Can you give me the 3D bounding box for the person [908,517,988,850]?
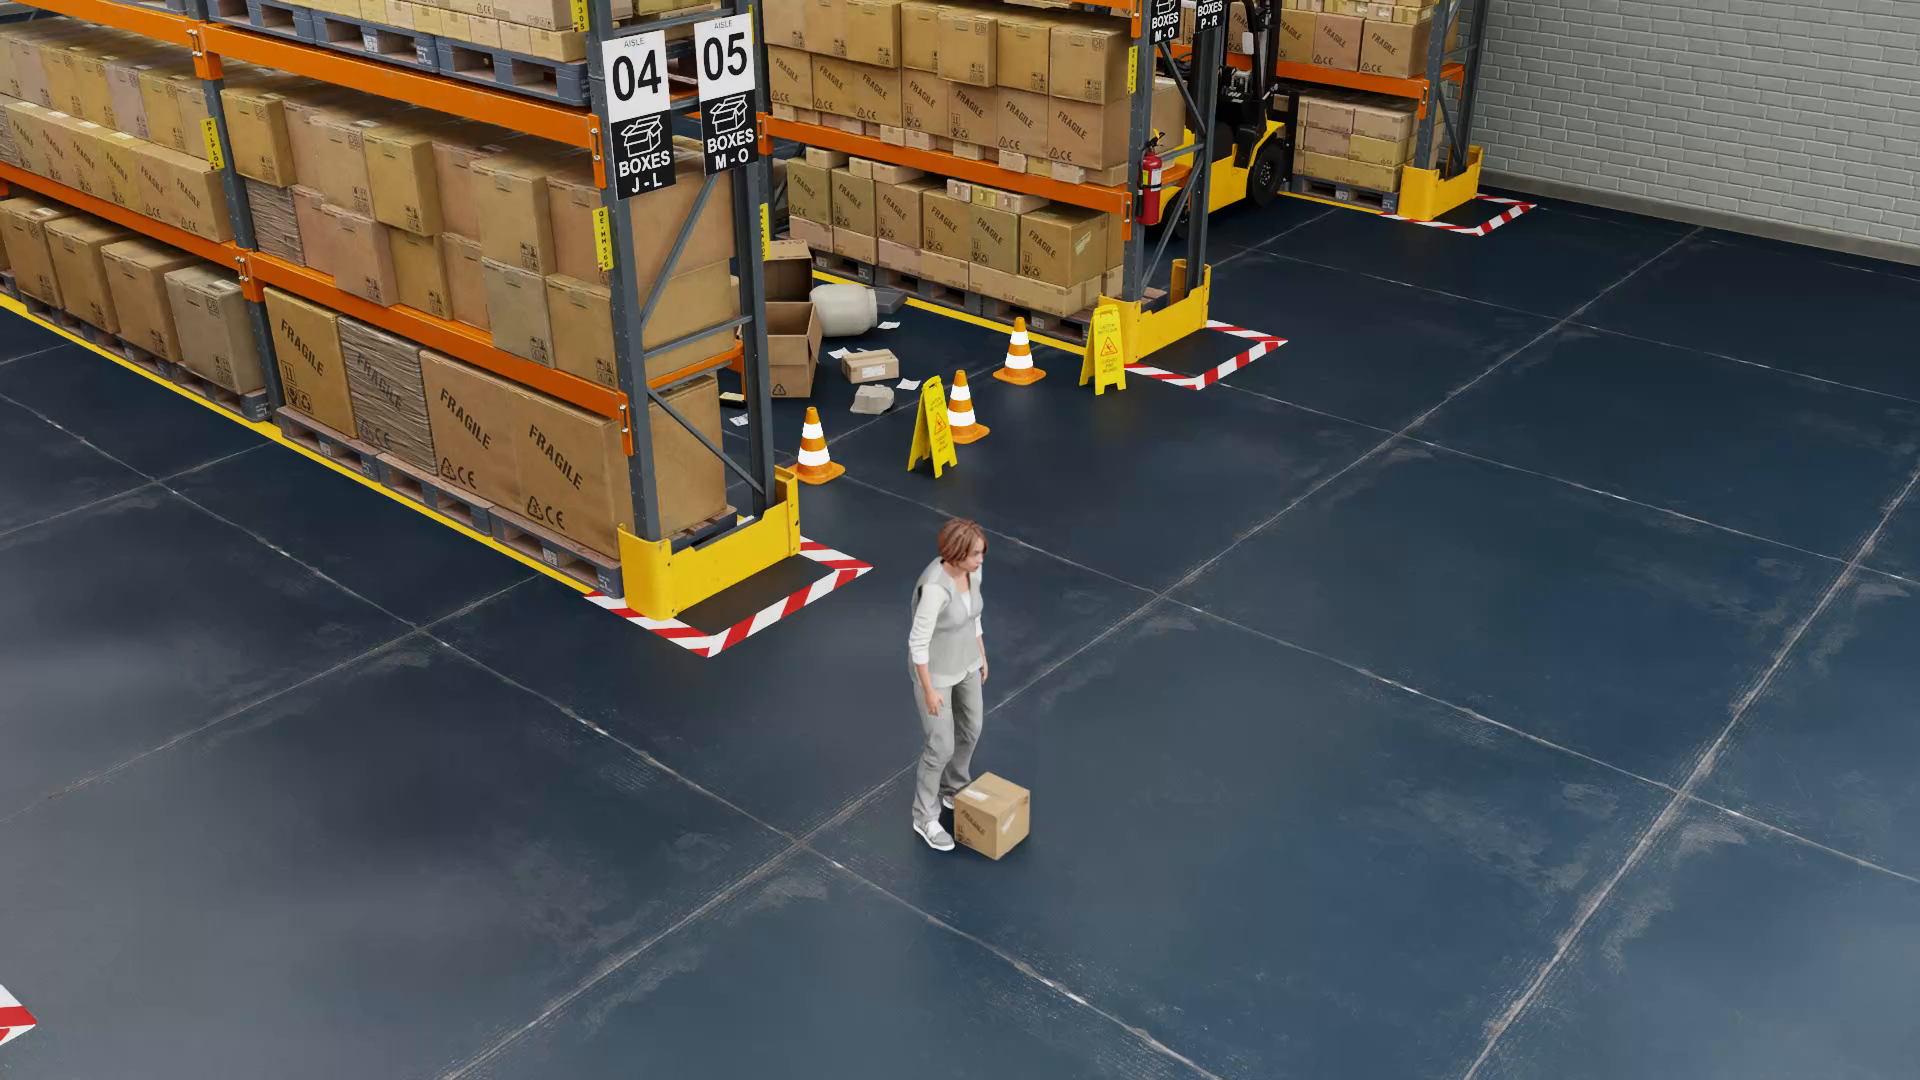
[{"bbox_3d":[-0.047,0.609,7.474,0.339,1.593,0.462,20,34,33],"label":"person"}]
